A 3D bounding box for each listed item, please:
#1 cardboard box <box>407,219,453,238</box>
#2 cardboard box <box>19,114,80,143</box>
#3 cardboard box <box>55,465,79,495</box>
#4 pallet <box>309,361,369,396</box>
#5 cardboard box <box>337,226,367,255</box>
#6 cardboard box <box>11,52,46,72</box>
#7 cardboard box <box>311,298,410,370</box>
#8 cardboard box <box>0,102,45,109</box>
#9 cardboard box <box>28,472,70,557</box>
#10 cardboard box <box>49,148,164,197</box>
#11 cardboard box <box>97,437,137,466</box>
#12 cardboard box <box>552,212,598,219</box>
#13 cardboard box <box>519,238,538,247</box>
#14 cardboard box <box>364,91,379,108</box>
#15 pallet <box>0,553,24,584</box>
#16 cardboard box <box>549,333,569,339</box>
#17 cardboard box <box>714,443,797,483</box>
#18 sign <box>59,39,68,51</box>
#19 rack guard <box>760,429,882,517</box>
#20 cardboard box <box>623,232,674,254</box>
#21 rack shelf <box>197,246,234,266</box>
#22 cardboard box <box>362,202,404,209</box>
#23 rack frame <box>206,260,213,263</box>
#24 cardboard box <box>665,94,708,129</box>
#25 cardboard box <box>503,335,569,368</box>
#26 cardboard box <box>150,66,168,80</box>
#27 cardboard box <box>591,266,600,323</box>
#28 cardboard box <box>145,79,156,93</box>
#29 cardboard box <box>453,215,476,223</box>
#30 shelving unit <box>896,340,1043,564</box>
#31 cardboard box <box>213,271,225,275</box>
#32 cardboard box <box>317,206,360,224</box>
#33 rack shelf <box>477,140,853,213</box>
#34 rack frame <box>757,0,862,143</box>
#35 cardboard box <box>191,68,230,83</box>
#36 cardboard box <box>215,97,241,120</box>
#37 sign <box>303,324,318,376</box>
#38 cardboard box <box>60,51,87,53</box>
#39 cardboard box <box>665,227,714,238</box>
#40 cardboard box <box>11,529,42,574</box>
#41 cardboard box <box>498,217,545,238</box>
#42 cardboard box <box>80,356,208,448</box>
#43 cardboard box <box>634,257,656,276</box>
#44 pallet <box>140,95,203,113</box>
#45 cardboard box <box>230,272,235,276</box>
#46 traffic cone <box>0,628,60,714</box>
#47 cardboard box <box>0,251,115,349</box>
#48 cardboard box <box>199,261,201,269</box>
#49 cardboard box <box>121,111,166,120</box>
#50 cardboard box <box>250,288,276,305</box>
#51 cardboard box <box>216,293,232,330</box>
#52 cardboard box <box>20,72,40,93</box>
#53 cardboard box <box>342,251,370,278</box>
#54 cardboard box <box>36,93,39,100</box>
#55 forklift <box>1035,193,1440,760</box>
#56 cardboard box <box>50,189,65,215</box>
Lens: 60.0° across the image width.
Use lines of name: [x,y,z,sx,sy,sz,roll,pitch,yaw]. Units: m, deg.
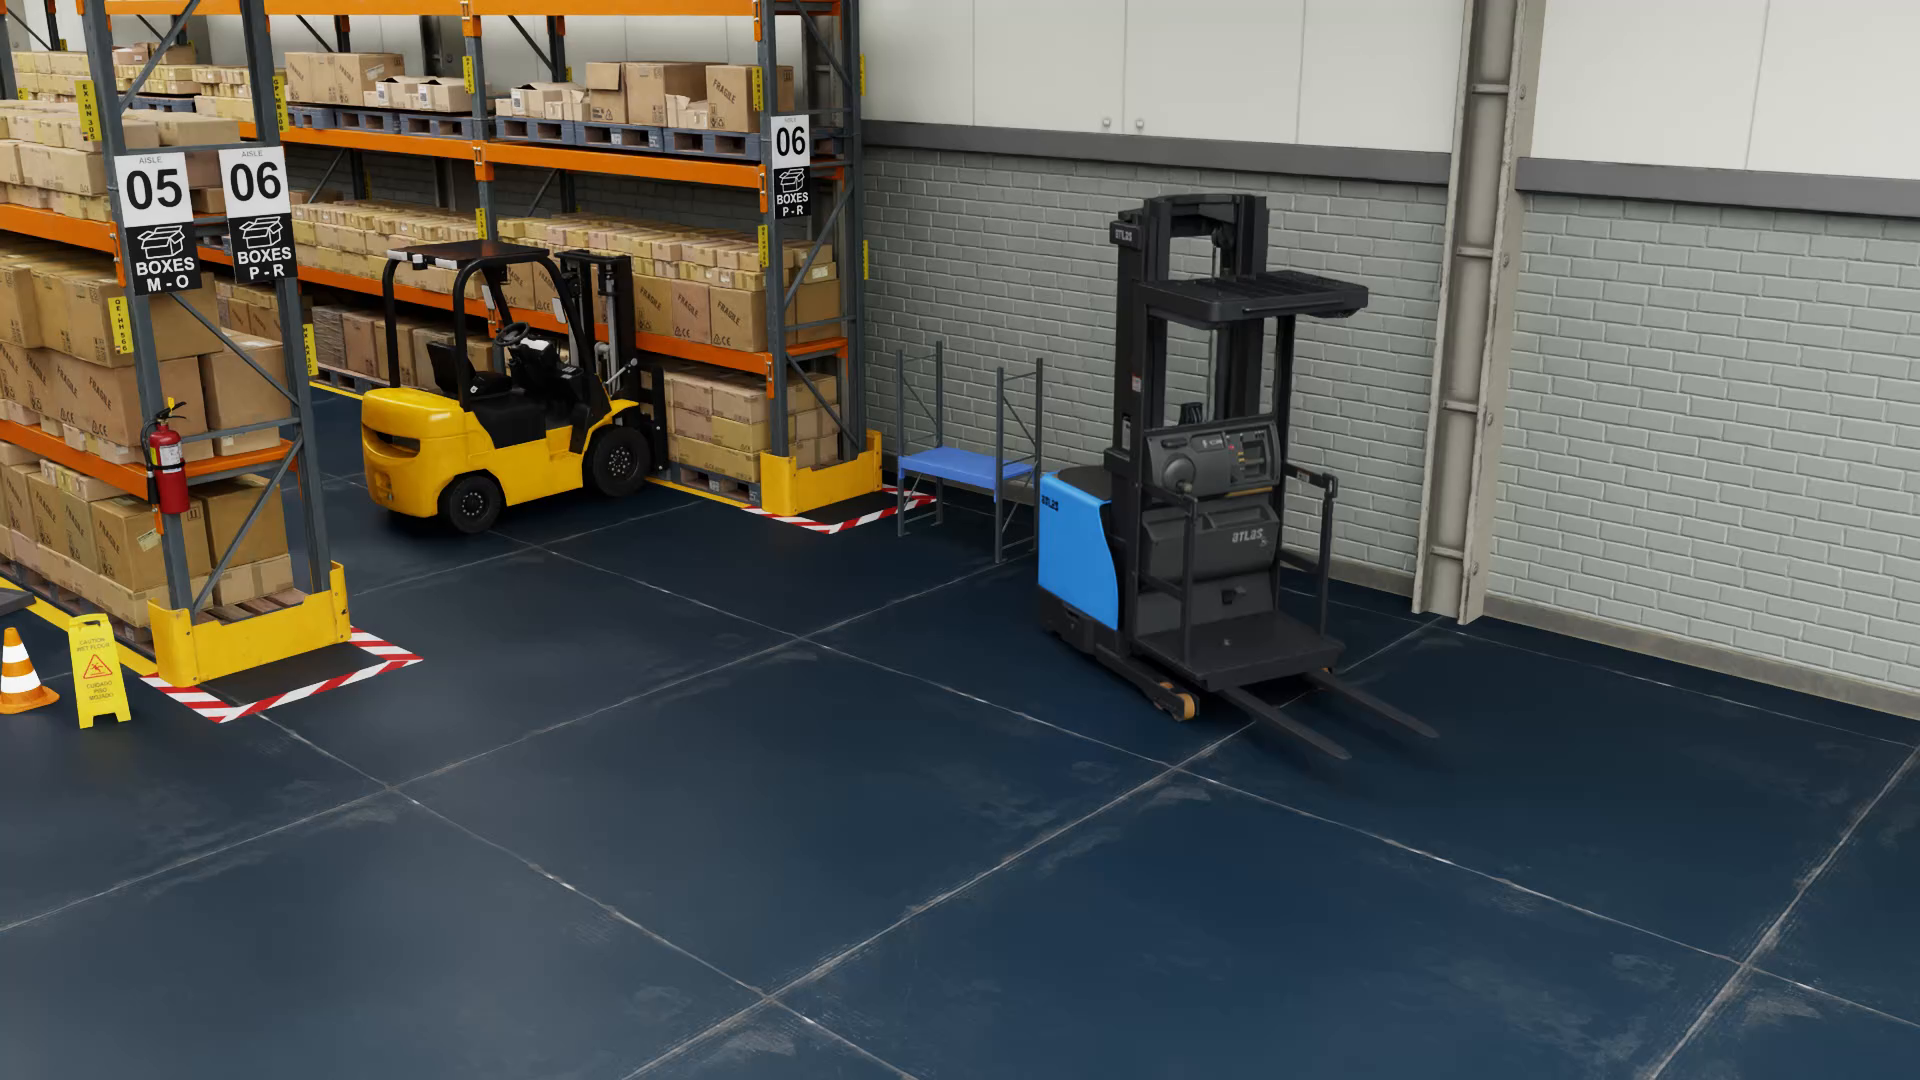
cardboard box: [-5.373,-3.163,16.883,0.250,0.149,0.380,14,23,38]
cardboard box: [-5.631,-2.575,10.405,0.250,0.149,0.380,15,23,39]
cardboard box: [-5.755,-0.431,11.049,0.250,0.149,0.380,16,23,40]
pallet: [-6.579,-1.890,18.717,1.213,0.211,1.003,15,23,39]
cardboard box: [-6.246,-3.206,17.675,0.500,0.250,0.500,14,23,38]
cardboard box: [-12.620,-6.485,22.559,0.500,0.250,0.500,15,23,39]
cardboard box: [-6.712,-2.333,18.736,0.625,0.625,0.875,16,24,41]
cardboard box: [-6.707,-3.035,11.853,0.250,0.149,0.380,16,23,41]
cardboard box: [-6.015,-0.219,11.454,0.500,0.500,0.500,14,23,38]
cardboard box: [-5.039,-2.205,9.898,0.500,0.250,0.500,15,23,39]
cardboard box: [-5.162,-0.596,10.445,0.250,0.149,0.380,15,23,39]
cardboard box: [-3.738,-3.093,16.169,0.250,0.149,0.380,15,23,39]
cardboard box: [-3.919,-2.772,15.648,0.250,0.149,0.380,16,23,41]
cardboard box: [-5.778,-4.455,16.786,0.250,0.149,0.380,15,23,39]
pallet: [-6.944,-0.010,12.795,1.213,0.211,1.003,15,23,39]
cardboard box: [-3.681,-1.901,16.341,0.500,0.250,0.500,16,23,40]
cardboard box: [-1.747,-0.699,14.207,0.500,0.250,0.500,15,23,40]
sign: [-12.769,-6.973,23.701,0.005,0.325,0.100,15,23,39]
rack guard: [-1.168,-0.591,14.146,0.348,0.500,1.175,15,23,39]
cardboard box: [-2.745,-2.616,14.667,0.250,0.149,0.380,15,23,40]
rack shelf: [-8.665,-3.452,20.218,4.000,0.370,1.077,15,23,39]
cardboard box: [-6.368,-3.637,18.376,0.250,0.149,0.380,15,23,39]
rack frame: [-10.161,-4.196,21.375,0.127,3.000,1.000,15,23,39]
cardboard box: [-2.197,-3.549,13.739,0.258,0.266,0.396,15,23,39]
cardboard box: [-4.024,-1.788,15.985,0.500,0.250,0.500,15,23,38]
cardboard box: [-9.380,-5.555,19.761,0.250,0.149,0.380,15,23,40]
cardboard box: [-3.239,-2.287,15.194,0.500,0.500,0.500,15,23,39]
cardboard box: [-9.436,-5.399,19.763,0.250,0.149,0.380,15,23,39]
cardboard box: [-5.024,-3.284,17.264,0.250,0.149,0.380,15,23,39]
shelving unit: [0.064,-0.698,12.831,1.048,1.500,0.538,15,23,39]
cardboard box: [-9.397,-3.243,20.737,0.250,0.149,0.380,15,23,38]
cardboard box: [-6.717,-3.520,18.007,0.250,0.149,0.380,16,24,41]
rack shelf: [-2.682,-3.275,14.703,4.000,0.370,1.077,15,23,39]
rack frame: [-1.186,-4.646,12.875,0.127,3.000,1.000,15,23,39]
cardboard box: [-8.593,-5.346,19.135,0.250,0.149,0.380,15,23,39]
cardboard box: [-8.091,-4.900,18.882,0.500,0.250,0.500,15,23,39]
sign: [-4.118,-1.198,10.498,0.005,0.325,0.100,15,23,39]
cardboard box: [-12.246,-6.607,22.942,0.500,0.250,0.500,14,22,38]
cardboard box: [-2.433,-2.718,14.988,0.250,0.149,0.380,15,23,40]
cardboard box: [-6.402,0.034,11.896,0.500,0.250,0.500,15,23,39]
cardboard box: [-4.136,-2.957,15.742,0.250,0.149,0.380,16,23,40]
cardboard box: [-5.066,-0.899,10.329,0.500,0.500,0.500,15,23,38]
cardboard box: [-2.607,-2.402,14.483,0.250,0.149,0.380,15,23,40]
pallet: [-8.942,-5.182,19.833,1.003,0.211,1.213,15,23,39]
cardboard box: [-8.927,-3.294,20.898,0.250,0.149,0.380,16,24,41]
traffic cone: [-5.655,0.752,9.978,0.334,0.463,0.336,15,23,39]
cardboard box: [-5.828,-1.565,10.773,0.500,0.500,0.700,15,23,39]
cardboard box: [-9.843,-3.482,21.000,0.250,0.149,0.380,14,22,37]
cardboard box: [-5.340,-2.677,10.726,0.250,0.149,0.380,15,23,39]
cardboard box: [-8.099,-2.863,19.541,0.250,0.149,0.380,14,22,37]
cardboard box: [-8.790,-2.745,20.242,0.500,0.500,0.500,14,22,37]
cardboard box: [-12.234,-6.145,22.314,0.500,0.250,0.500,14,22,38]
cardboard box: [-6.237,-2.973,17.769,0.500,0.250,0.500,14,22,38]
cardboard box: [-12.130,-5.931,22.297,0.250,0.149,0.380,15,23,39]
forklift: [1.625,-0.486,9.798,1.130,2.935,3.031,-9,20,-26]
cardboard box: [-5.314,-2.085,10.179,0.250,0.149,0.380,16,24,41]
